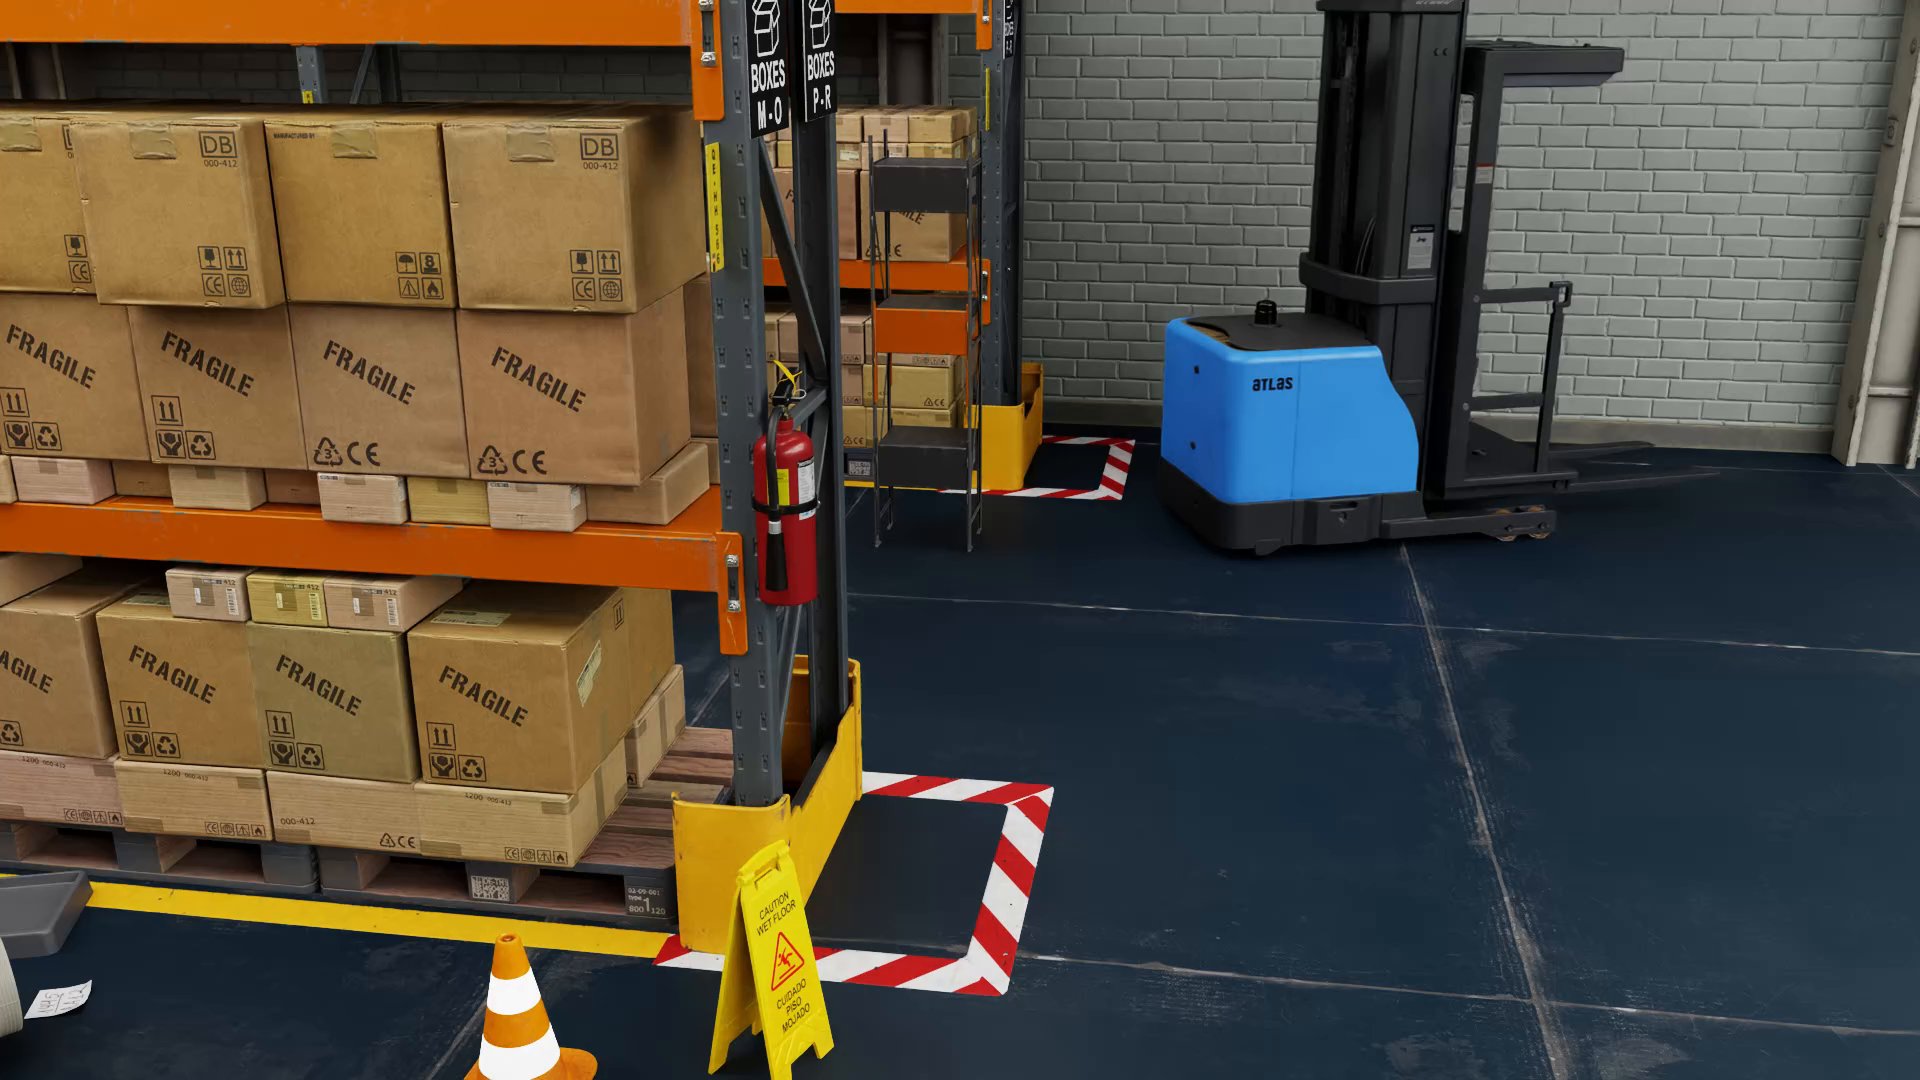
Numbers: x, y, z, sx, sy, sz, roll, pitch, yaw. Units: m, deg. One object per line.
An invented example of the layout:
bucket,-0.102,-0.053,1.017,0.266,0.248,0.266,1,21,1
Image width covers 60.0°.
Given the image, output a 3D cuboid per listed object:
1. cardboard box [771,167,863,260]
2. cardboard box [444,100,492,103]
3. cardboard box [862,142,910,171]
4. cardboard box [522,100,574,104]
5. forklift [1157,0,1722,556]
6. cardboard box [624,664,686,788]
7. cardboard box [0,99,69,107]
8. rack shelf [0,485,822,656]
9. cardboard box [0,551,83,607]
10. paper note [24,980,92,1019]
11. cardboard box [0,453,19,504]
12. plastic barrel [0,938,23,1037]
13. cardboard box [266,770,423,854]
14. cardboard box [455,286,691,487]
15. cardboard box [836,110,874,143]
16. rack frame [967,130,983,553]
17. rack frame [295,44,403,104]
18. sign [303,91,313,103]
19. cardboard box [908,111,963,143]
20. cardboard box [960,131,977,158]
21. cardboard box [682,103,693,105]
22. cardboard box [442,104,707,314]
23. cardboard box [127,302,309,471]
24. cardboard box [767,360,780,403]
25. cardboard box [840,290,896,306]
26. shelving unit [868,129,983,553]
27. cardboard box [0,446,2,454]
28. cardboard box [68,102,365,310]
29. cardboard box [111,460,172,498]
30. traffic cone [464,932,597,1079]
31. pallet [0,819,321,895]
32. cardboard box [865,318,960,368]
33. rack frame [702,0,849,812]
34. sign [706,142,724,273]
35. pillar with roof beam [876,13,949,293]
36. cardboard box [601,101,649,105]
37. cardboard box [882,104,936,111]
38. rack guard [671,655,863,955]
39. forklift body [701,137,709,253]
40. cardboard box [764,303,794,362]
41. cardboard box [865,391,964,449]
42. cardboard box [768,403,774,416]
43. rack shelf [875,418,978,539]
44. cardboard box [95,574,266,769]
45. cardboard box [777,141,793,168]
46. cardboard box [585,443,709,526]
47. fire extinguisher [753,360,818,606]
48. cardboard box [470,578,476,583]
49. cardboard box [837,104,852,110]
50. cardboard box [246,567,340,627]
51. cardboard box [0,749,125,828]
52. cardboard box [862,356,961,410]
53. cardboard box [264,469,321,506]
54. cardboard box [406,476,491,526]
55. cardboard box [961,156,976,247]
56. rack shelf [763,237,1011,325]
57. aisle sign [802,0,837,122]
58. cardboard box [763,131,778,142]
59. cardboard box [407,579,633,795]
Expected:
cardboard box,-0.788,-1.918,9.649,0.500,0.500,0.500,4,19,10
cardboard box,-3.095,-2.649,10.344,0.250,0.149,0.380,2,19,7
cardboard box,-0.393,-2.187,9.432,0.250,0.149,0.380,3,19,10
cardboard box,-2.574,-2.647,10.338,0.250,0.149,0.380,3,19,8
forklift,2.673,-1.540,8.786,3.031,2.935,1.130,-4,19,-13
cardboard box,-1.286,0.634,5.852,0.500,0.250,0.500,3,19,8
cardboard box,-3.090,-1.051,5.015,0.500,0.500,0.700,3,19,7
rack shelf,-2.508,-0.103,5.517,4.000,0.370,1.077,3,19,9
cardboard box,-3.055,0.074,5.322,0.250,0.149,0.380,4,19,12
paper note,-2.599,1.324,4.798,0.148,0.019,0.142,-3,19,-10
cardboard box,-2.961,-0.242,5.195,0.250,0.149,0.380,3,19,9
plastic barrel,-2.813,1.249,4.404,0.512,0.421,0.421,-15,24,-38
cardboard box,-1.884,0.776,5.427,0.500,0.250,0.500,3,19,9
cardboard box,-1.113,-0.473,4.863,0.500,0.500,0.500,3,19,8
cardboard box,-0.648,-2.354,9.463,0.250,0.149,0.380,3,19,10
rack frame,0.077,-0.992,8.458,0.015,2.100,0.400,3,19,9
rack frame,-3.699,-2.100,10.352,0.127,3.000,1.000,3,19,9
sign,-3.775,-2.441,9.671,0.005,0.325,0.100,3,19,9
cardboard box,-0.137,-2.347,9.441,0.250,0.149,0.380,3,19,9
cardboard box,-0.043,-2.352,9.925,0.250,0.149,0.380,2,19,7
cardboard box,-1.570,-2.565,10.094,0.250,0.149,0.380,3,19,9
cardboard box,-1.072,-0.963,4.753,0.500,0.500,0.700,2,19,7
cardboard box,-2.100,-0.526,5.021,0.500,0.500,0.500,3,19,8
cardboard box,-1.286,-1.006,9.965,0.500,0.250,0.500,2,19,7
cardboard box,-0.688,-1.376,10.283,0.500,0.250,0.500,3,19,9
shelving unit,-0.163,-1.004,8.495,0.503,2.100,0.431,3,19,9
cardboard box,-3.099,-0.576,5.172,0.500,0.500,0.500,3,19,8
cardboard box,-2.091,-0.985,4.816,0.500,0.500,0.700,3,19,8
cardboard box,-2.442,-0.259,5.246,0.250,0.149,0.380,3,19,9
traffic cone,-1.162,1.242,4.362,0.334,0.463,0.336,3,19,9
pallet,-2.606,0.861,5.897,1.213,0.211,1.003,3,19,9
cardboard box,-0.254,-1.194,9.739,0.500,0.250,0.500,4,19,10
rack frame,-0.533,-0.343,5.102,0.127,3.000,1.000,3,19,9
sign,-0.641,-0.870,4.352,0.005,0.325,0.100,3,19,9
pillar with roof beam,-0.977,-3.712,5.716,0.400,9.000,9.100,3,19,9
cardboard box,-2.076,-2.600,10.198,0.250,0.149,0.380,3,19,8
cardboard box,-0.300,-2.512,9.934,0.250,0.149,0.380,4,19,11
rack guard,-0.608,0.838,5.510,0.348,0.500,1.175,3,19,9
forklift body,-1.911,-1.020,8.462,1.214,2.155,2.313,3,19,9
cardboard box,-1.259,-1.240,9.876,0.500,0.250,0.500,3,19,9
cardboard box,-0.264,-0.719,9.895,0.500,0.250,0.500,3,19,9
cardboard box,-1.246,-0.775,10.062,0.500,0.250,0.500,3,19,9
rack shelf,-0.163,-0.327,8.721,0.480,0.518,0.431,3,19,9
cardboard box,-2.379,0.394,5.387,0.500,0.500,0.500,2,19,7
cardboard box,-0.883,-2.235,9.576,0.250,0.149,0.380,3,19,8
cardboard box,-0.936,-0.176,4.998,0.250,0.149,0.380,4,19,10
fire extinguisher,-0.493,-0.157,4.666,0.183,0.674,0.296,3,19,9
cardboard box,-1.826,0.253,5.811,0.500,0.500,0.500,2,19,7
cardboard box,-0.805,-2.528,9.984,0.250,0.149,0.380,3,19,9
cardboard box,-1.986,0.128,5.159,0.250,0.149,0.380,3,19,10
cardboard box,-2.890,0.724,5.585,0.500,0.250,0.500,3,19,8
cardboard box,-0.280,-0.958,9.821,0.500,0.250,0.500,3,19,8
cardboard box,-1.943,-0.234,5.171,0.250,0.149,0.380,3,19,9
cardboard box,-1.454,-0.174,4.991,0.250,0.149,0.380,3,19,8
cardboard box,-0.195,-2.058,10.069,0.500,0.500,0.500,4,19,10
rack shelf,-1.724,-1.658,10.165,4.000,0.370,1.077,3,19,9
aisle sign,-0.423,-1.670,4.971,0.004,0.787,0.394,3,19,9
cardboard box,-1.156,-2.368,9.505,0.250,0.149,0.380,3,19,10
cardboard box,-1.366,0.447,5.229,0.500,0.500,0.500,3,19,9
